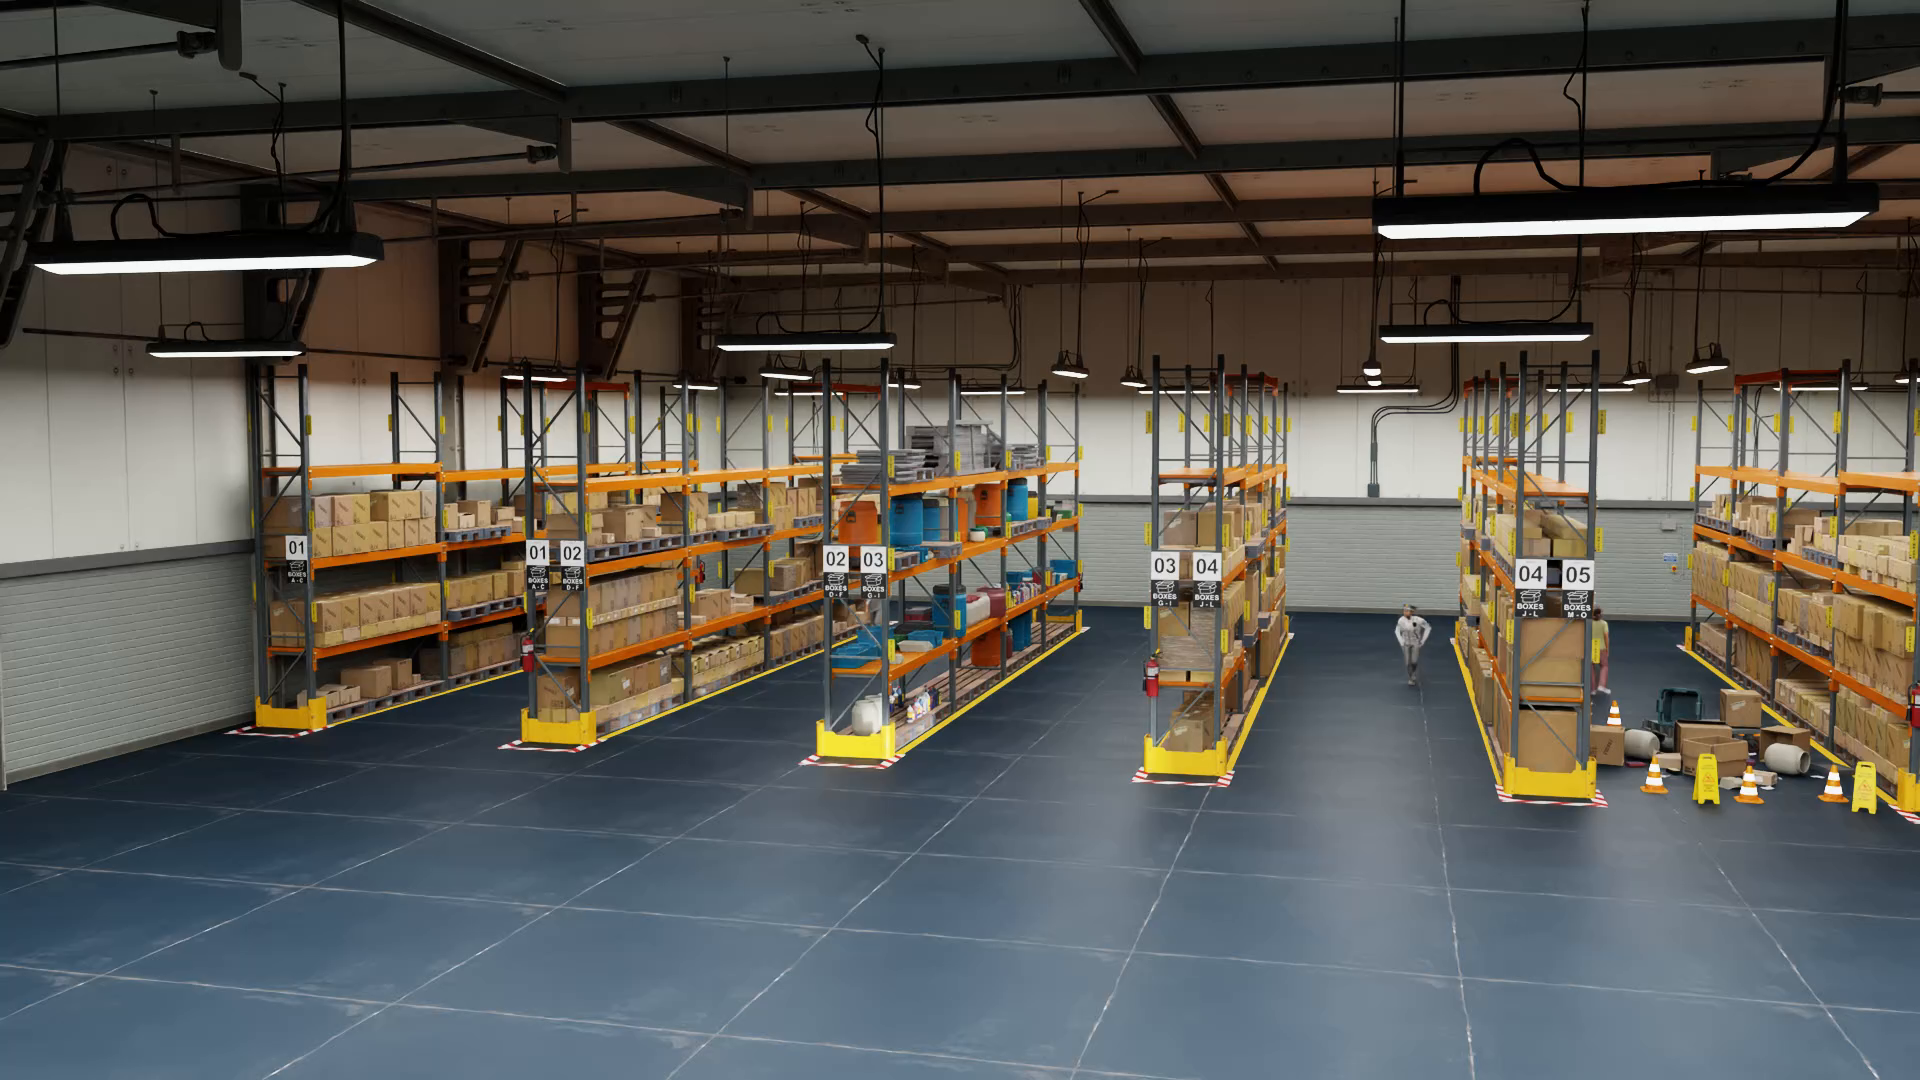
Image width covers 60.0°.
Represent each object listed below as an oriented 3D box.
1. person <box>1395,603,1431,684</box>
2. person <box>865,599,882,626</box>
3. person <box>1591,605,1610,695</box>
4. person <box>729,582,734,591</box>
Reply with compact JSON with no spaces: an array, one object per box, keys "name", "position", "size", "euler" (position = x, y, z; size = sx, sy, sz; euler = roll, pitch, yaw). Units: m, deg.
[{"name":"person","position":[8.727,1.999,32.010],"size":[0.674,1.602,0.679],"euler":[2,4,24]},{"name":"person","position":[-1.912,1.594,37.943],"size":[0.418,1.537,0.992],"euler":[1,4,15]},{"name":"person","position":[11.801,2.051,30.818],"size":[0.494,1.665,0.534],"euler":[1,4,13]},{"name":"person","position":[-5.176,1.477,39.591],"size":[0.585,1.602,0.702],"euler":[2,4,23]}]
